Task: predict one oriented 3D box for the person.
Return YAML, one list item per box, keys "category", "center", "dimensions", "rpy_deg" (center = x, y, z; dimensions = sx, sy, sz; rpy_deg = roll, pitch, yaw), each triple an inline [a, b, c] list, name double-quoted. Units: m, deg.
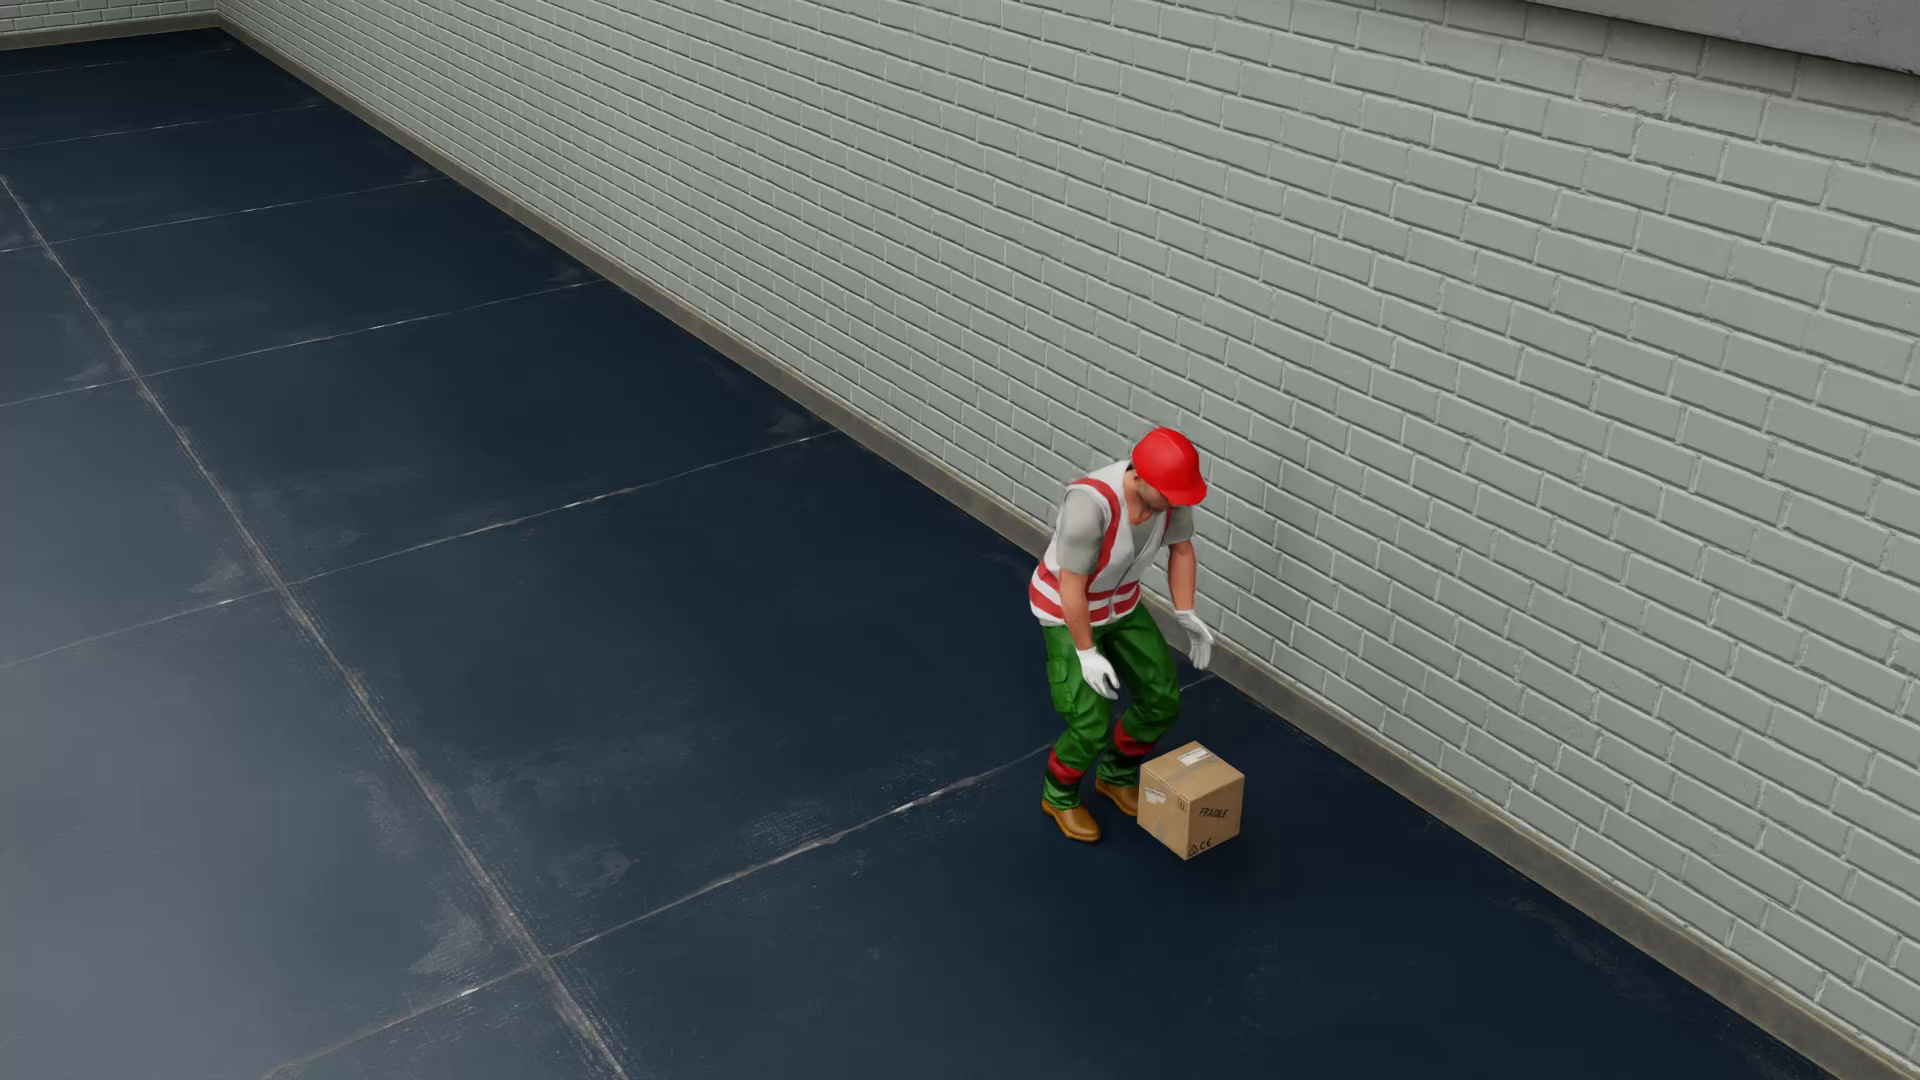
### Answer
- category: "person"
  center: [0.557, 0.294, 5.749]
  dimensions: [0.572, 1.604, 0.625]
  rpy_deg: [-18, 33, -30]
